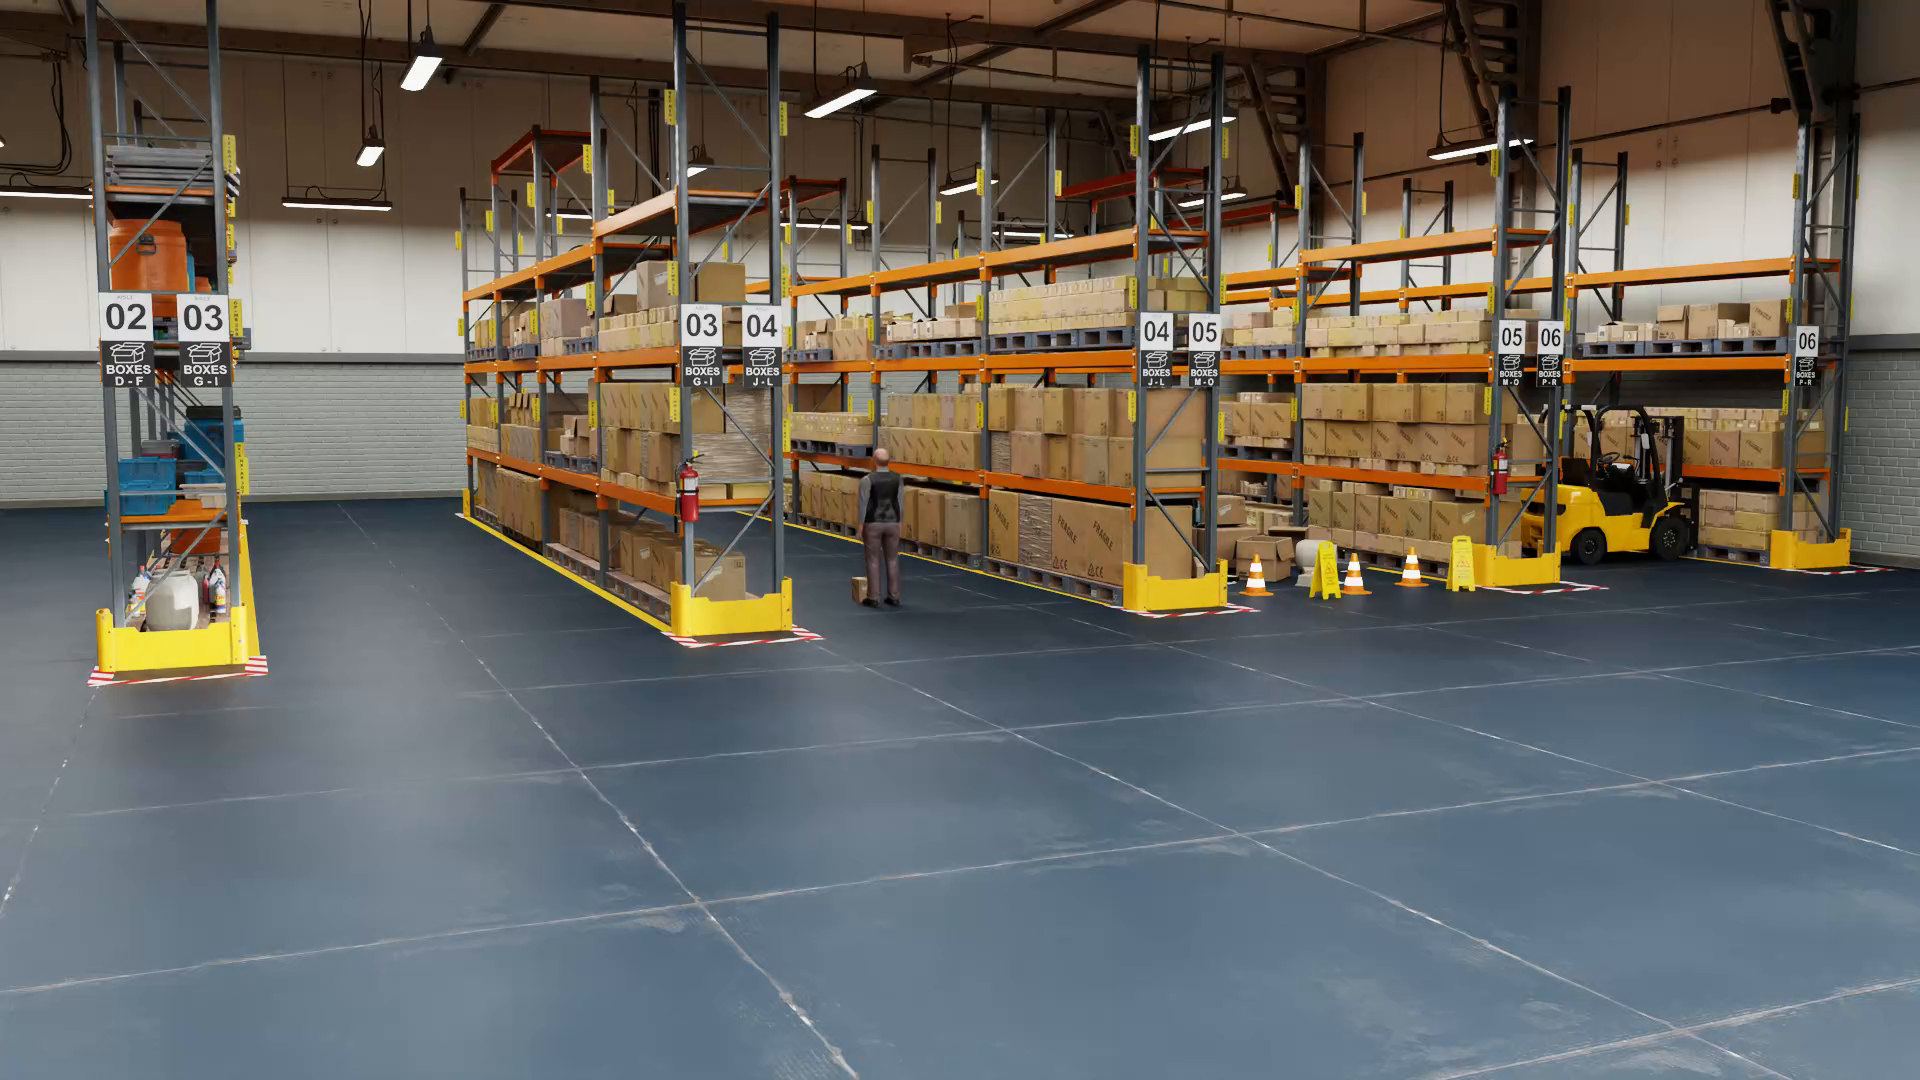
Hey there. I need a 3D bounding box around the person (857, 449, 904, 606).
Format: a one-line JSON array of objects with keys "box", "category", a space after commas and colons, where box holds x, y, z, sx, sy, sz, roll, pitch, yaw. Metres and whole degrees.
[{"box": [-0.884, -0.142, 18.312, 0.534, 1.728, 0.373, -2, 6, -23], "category": "person"}]
